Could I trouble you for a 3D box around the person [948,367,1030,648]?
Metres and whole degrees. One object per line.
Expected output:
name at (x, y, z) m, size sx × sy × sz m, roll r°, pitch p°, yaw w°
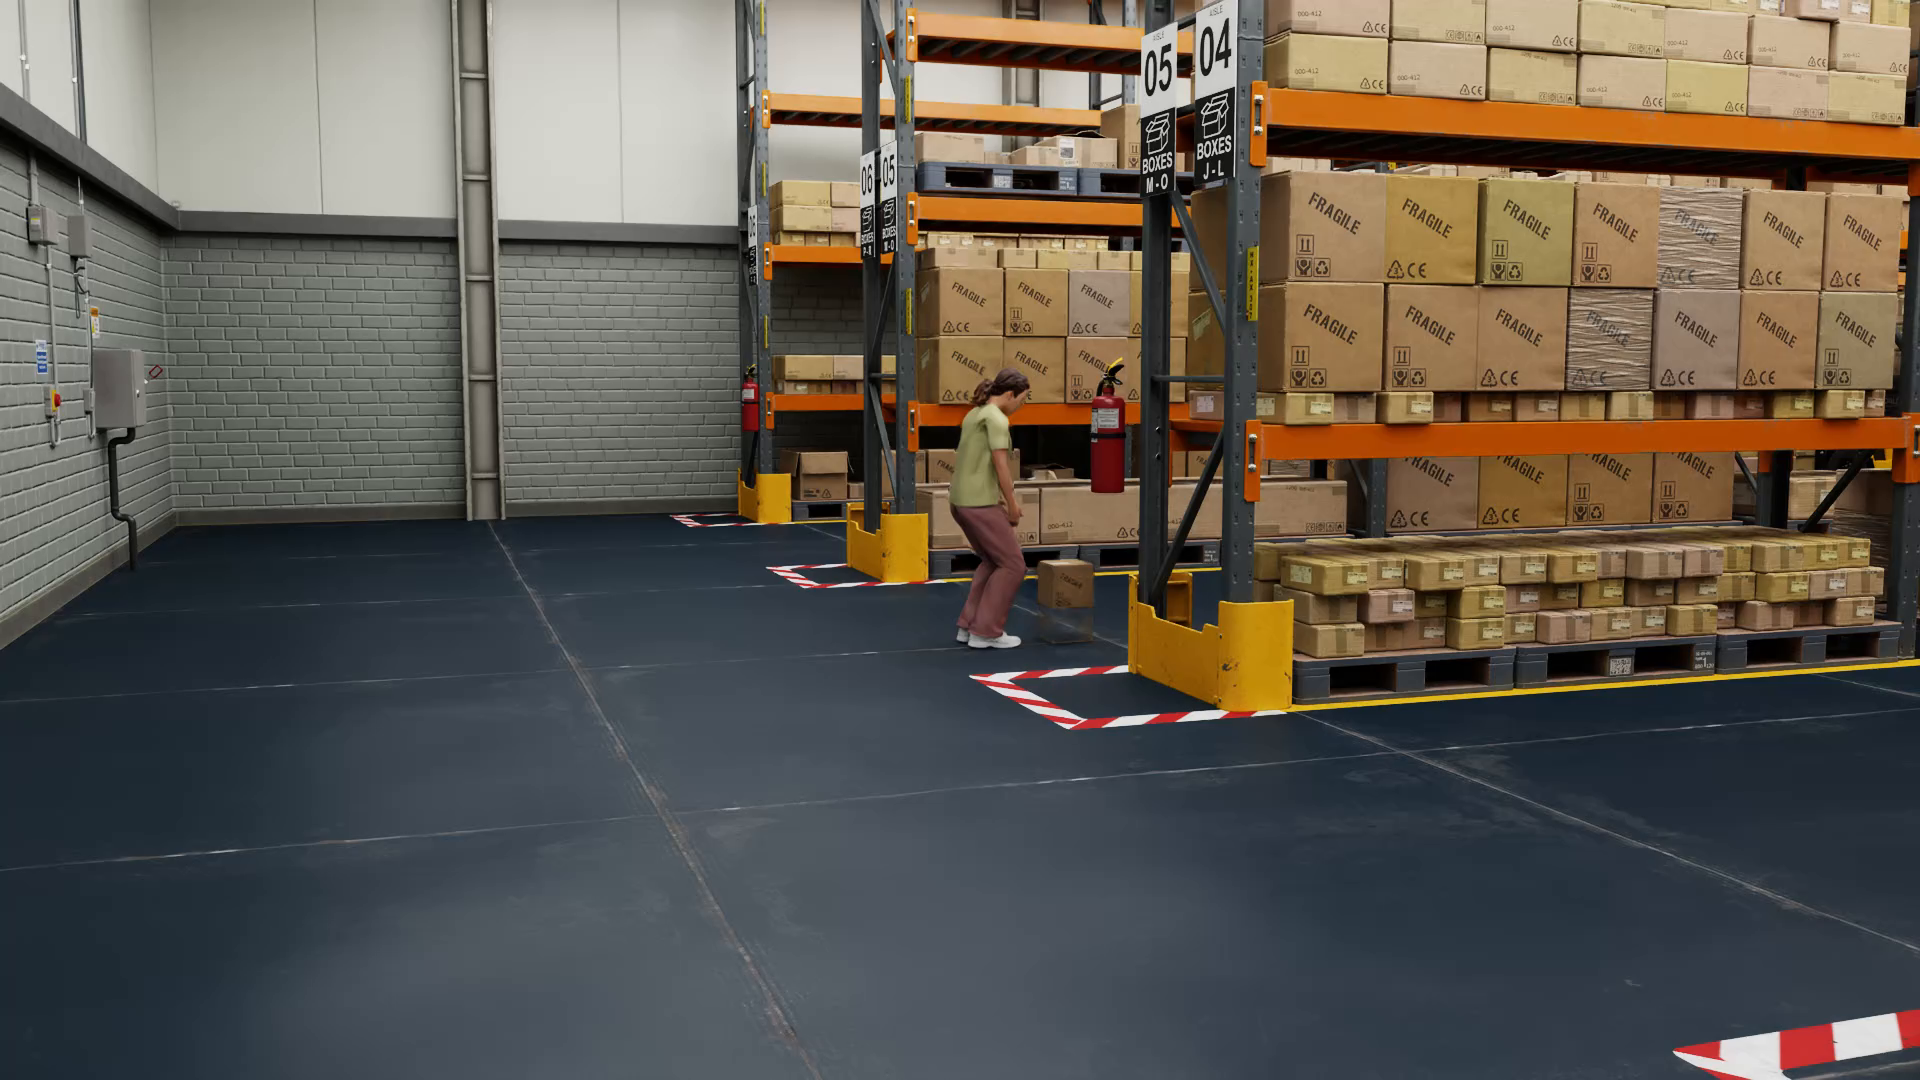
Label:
person at (0.168, -0.188, 9.423) m, size 0.467 × 1.573 × 0.486 m, roll -2°, pitch 6°, yaw -17°
